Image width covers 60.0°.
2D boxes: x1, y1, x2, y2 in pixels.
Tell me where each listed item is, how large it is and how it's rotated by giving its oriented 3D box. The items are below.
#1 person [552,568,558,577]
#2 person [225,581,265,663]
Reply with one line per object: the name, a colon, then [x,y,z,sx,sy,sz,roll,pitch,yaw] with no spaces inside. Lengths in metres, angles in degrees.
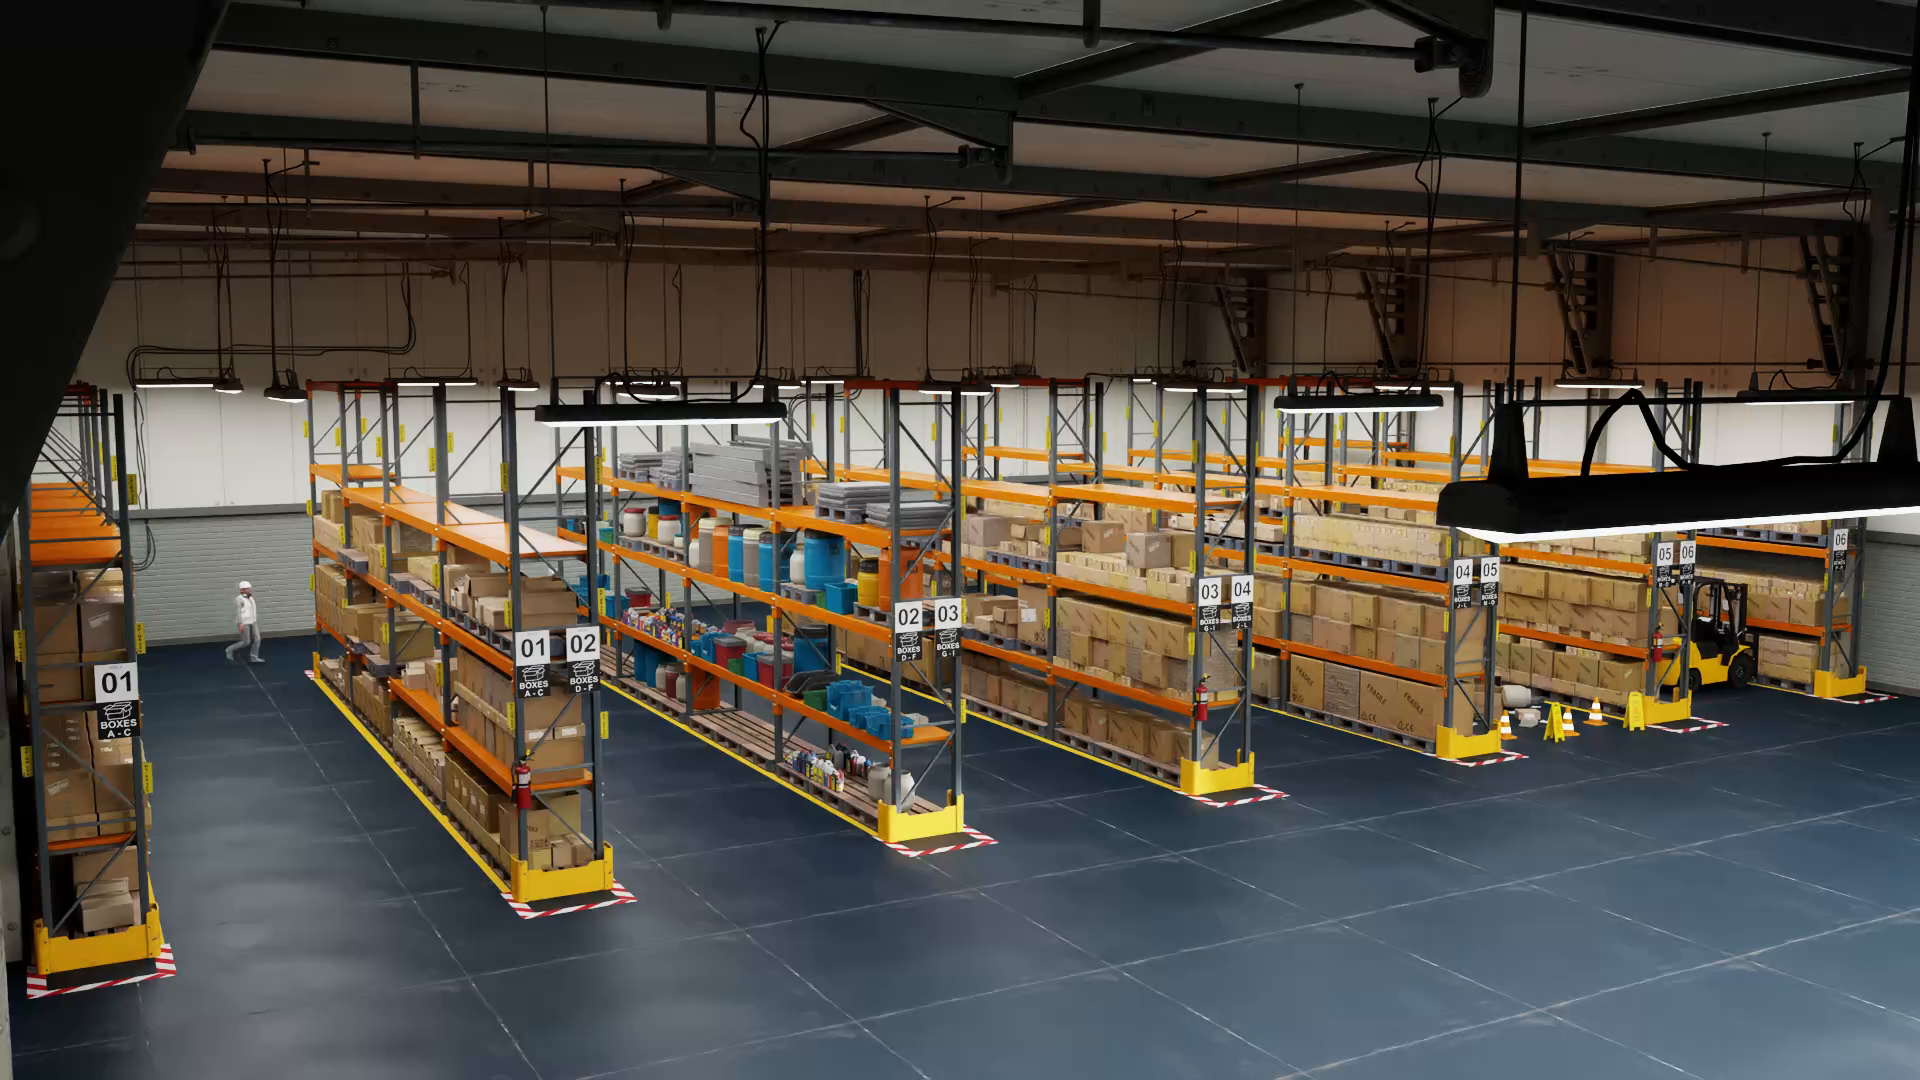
person: [-9.043,1.497,37.150,0.655,1.748,0.560,-3,7,-29]
person: [-15.083,1.731,35.047,0.732,1.741,0.596,1,6,7]
